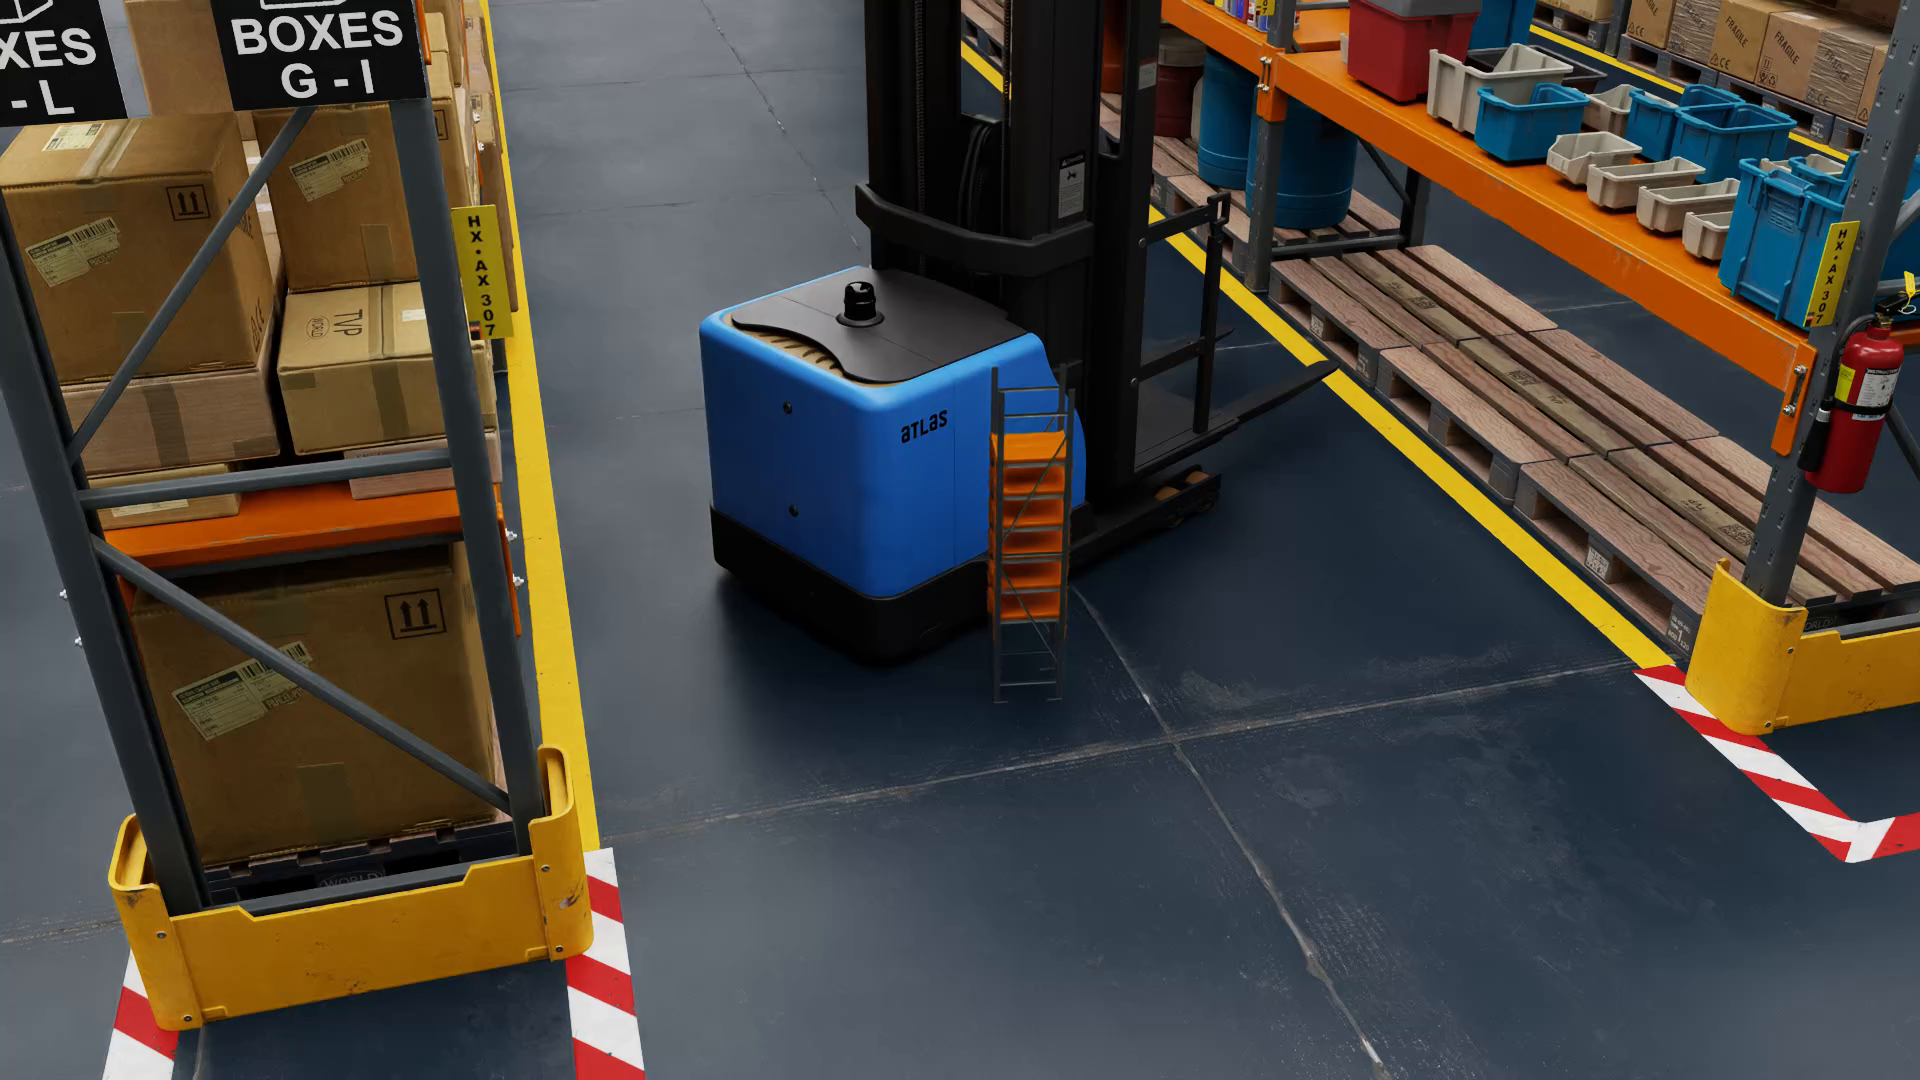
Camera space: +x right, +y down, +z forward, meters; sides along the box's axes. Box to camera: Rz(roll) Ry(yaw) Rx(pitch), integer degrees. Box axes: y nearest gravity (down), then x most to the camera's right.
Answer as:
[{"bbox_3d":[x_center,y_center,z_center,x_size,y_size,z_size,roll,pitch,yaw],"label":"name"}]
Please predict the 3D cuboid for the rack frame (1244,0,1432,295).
[{"bbox_3d":[2.062,-2.732,8.476,1.000,3.000,0.127,-8,31,-13],"label":"rack frame"}]

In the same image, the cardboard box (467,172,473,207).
[{"bbox_3d":[-1.793,-0.967,5.279,0.500,0.250,0.500,-9,31,-15],"label":"cardboard box"}]

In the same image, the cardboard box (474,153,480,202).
[{"bbox_3d":[-2.043,-1.364,6.364,0.380,0.149,0.250,-7,31,-12],"label":"cardboard box"}]

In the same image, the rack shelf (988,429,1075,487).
[{"bbox_3d":[0.229,-0.266,5.378,0.258,0.103,0.180,-3,31,-5],"label":"rack shelf"}]

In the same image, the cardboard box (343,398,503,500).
[{"bbox_3d":[-1.427,-0.248,4.436,0.380,0.149,0.250,-8,31,-13],"label":"cardboard box"}]

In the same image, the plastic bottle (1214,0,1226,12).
[{"bbox_3d":[1.503,-3.111,9.180,0.144,0.351,0.185,-8,31,-13],"label":"plastic bottle"}]

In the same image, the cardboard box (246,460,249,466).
[{"bbox_3d":[-2.134,-0.287,4.502,0.380,0.149,0.250,-8,31,-13],"label":"cardboard box"}]

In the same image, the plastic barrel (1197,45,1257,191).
[{"bbox_3d":[1.746,-2.613,9.945,0.600,0.901,0.708,-8,31,-13],"label":"plastic barrel"}]

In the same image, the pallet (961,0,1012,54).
[{"bbox_3d":[0.512,-4.425,14.184,1.003,0.211,1.213,-8,31,-13],"label":"pallet"}]

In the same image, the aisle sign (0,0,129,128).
[{"bbox_3d":[-1.921,-1.192,3.220,0.394,0.787,0.004,-8,31,-13],"label":"aisle sign"}]

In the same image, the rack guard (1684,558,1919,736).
[{"bbox_3d":[3.143,0.291,5.748,1.175,0.500,0.348,-8,31,-13],"label":"rack guard"}]

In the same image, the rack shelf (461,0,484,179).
[{"bbox_3d":[-3.244,-2.728,9.188,1.077,0.370,4.000,-8,31,-13],"label":"rack shelf"}]

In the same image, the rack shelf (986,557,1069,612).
[{"bbox_3d":[0.228,0.144,5.628,0.258,0.103,0.180,-3,31,-5],"label":"rack shelf"}]

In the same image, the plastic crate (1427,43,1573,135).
[{"bbox_3d":[2.290,-1.945,7.174,0.437,0.282,0.530,-8,31,-13],"label":"plastic crate"}]

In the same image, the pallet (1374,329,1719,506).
[{"bbox_3d":[2.622,-0.585,7.550,1.003,0.211,1.213,-8,31,-13],"label":"pallet"}]

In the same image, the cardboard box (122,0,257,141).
[{"bbox_3d":[-2.567,-1.707,5.809,0.500,0.500,0.500,-9,31,-15],"label":"cardboard box"}]

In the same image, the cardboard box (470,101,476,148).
[{"bbox_3d":[-2.247,-1.737,7.007,0.380,0.149,0.250,-7,31,-12],"label":"cardboard box"}]

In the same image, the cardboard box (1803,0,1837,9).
[{"bbox_3d":[6.389,-3.759,12.306,0.500,0.500,0.500,-9,31,-15],"label":"cardboard box"}]

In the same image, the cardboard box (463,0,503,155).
[{"bbox_3d":[-3.612,-2.932,10.523,1.225,0.875,0.875,-9,31,-16],"label":"cardboard box"}]

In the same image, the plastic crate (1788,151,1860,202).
[{"bbox_3d":[3.201,-1.235,5.996,0.416,0.233,0.300,-8,31,-13],"label":"plastic crate"}]

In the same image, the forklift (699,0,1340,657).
[{"bbox_3d":[0.448,-1.486,6.391,3.031,2.935,1.130,-26,39,-37],"label":"forklift"}]

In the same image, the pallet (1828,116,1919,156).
[{"bbox_3d":[6.587,-2.570,10.980,1.003,0.211,1.213,-8,31,-13],"label":"pallet"}]

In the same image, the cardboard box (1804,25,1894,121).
[{"bbox_3d":[6.176,-3.180,11.306,0.500,0.500,0.500,-7,31,-13],"label":"cardboard box"}]

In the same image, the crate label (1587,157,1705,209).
[{"bbox_3d":[2.573,-1.355,6.300,0.396,0.136,0.243,-8,31,-13],"label":"crate label"}]

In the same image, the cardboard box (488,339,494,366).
[{"bbox_3d":[-1.635,-0.622,5.080,0.380,0.149,0.250,-8,31,-14],"label":"cardboard box"}]

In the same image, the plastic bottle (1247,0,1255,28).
[{"bbox_3d":[1.589,-2.846,8.871,0.097,0.201,0.097,0,30,0],"label":"plastic bottle"}]

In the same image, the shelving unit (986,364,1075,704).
[{"bbox_3d":[0.228,0.003,5.542,0.258,1.200,0.189,-3,31,-5],"label":"shelving unit"}]

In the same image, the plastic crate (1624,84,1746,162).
[{"bbox_3d":[2.947,-1.698,6.796,0.416,0.233,0.300,-8,31,-13],"label":"plastic crate"}]

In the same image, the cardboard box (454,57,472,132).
[{"bbox_3d":[-2.203,-1.710,6.562,0.500,0.250,0.500,-7,31,-12],"label":"cardboard box"}]

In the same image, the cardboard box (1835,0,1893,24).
[{"bbox_3d":[6.546,-3.813,11.652,0.500,0.250,0.500,-8,31,-14],"label":"cardboard box"}]

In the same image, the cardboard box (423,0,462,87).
[{"bbox_3d":[-2.204,-2.033,6.372,0.500,0.500,0.500,-8,31,-13],"label":"cardboard box"}]

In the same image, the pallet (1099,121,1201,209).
[{"bbox_3d":[1.570,-2.494,10.848,1.003,0.211,1.213,-8,31,-13],"label":"pallet"}]

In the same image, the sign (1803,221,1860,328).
[{"bbox_3d":[2.598,-0.790,4.958,0.100,0.325,0.005,-8,31,-13],"label":"sign"}]

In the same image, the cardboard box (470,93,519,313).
[{"bbox_3d":[-2.902,-1.642,8.295,1.225,0.875,0.875,-8,31,-13],"label":"cardboard box"}]

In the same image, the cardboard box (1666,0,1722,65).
[{"bbox_3d":[5.767,-3.920,12.584,0.500,0.500,0.500,-9,31,-15],"label":"cardboard box"}]

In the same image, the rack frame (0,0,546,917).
[{"bbox_3d":[-1.651,-0.142,4.001,1.000,3.000,0.127,-8,31,-13],"label":"rack frame"}]

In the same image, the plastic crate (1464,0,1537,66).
[{"bbox_3d":[2.515,-2.571,8.154,0.392,0.384,0.575,-8,31,-13],"label":"plastic crate"}]

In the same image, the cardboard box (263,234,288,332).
[{"bbox_3d":[-2.170,-0.649,4.731,0.500,0.250,0.500,-8,31,-14],"label":"cardboard box"}]

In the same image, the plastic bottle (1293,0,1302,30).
[{"bbox_3d":[1.761,-2.819,8.825,0.097,0.201,0.097,0,30,0],"label":"plastic bottle"}]

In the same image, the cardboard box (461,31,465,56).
[{"bbox_3d":[-2.728,-2.615,8.174,0.500,0.500,0.500,-8,31,-13],"label":"cardboard box"}]

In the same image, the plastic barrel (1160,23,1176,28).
[{"bbox_3d":[1.383,-3.274,11.477,0.421,0.512,0.421,0,30,0],"label":"plastic barrel"}]

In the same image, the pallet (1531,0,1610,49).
[{"bbox_3d":[5.596,-4.517,14.343,1.003,0.211,1.213,-8,31,-13],"label":"pallet"}]
